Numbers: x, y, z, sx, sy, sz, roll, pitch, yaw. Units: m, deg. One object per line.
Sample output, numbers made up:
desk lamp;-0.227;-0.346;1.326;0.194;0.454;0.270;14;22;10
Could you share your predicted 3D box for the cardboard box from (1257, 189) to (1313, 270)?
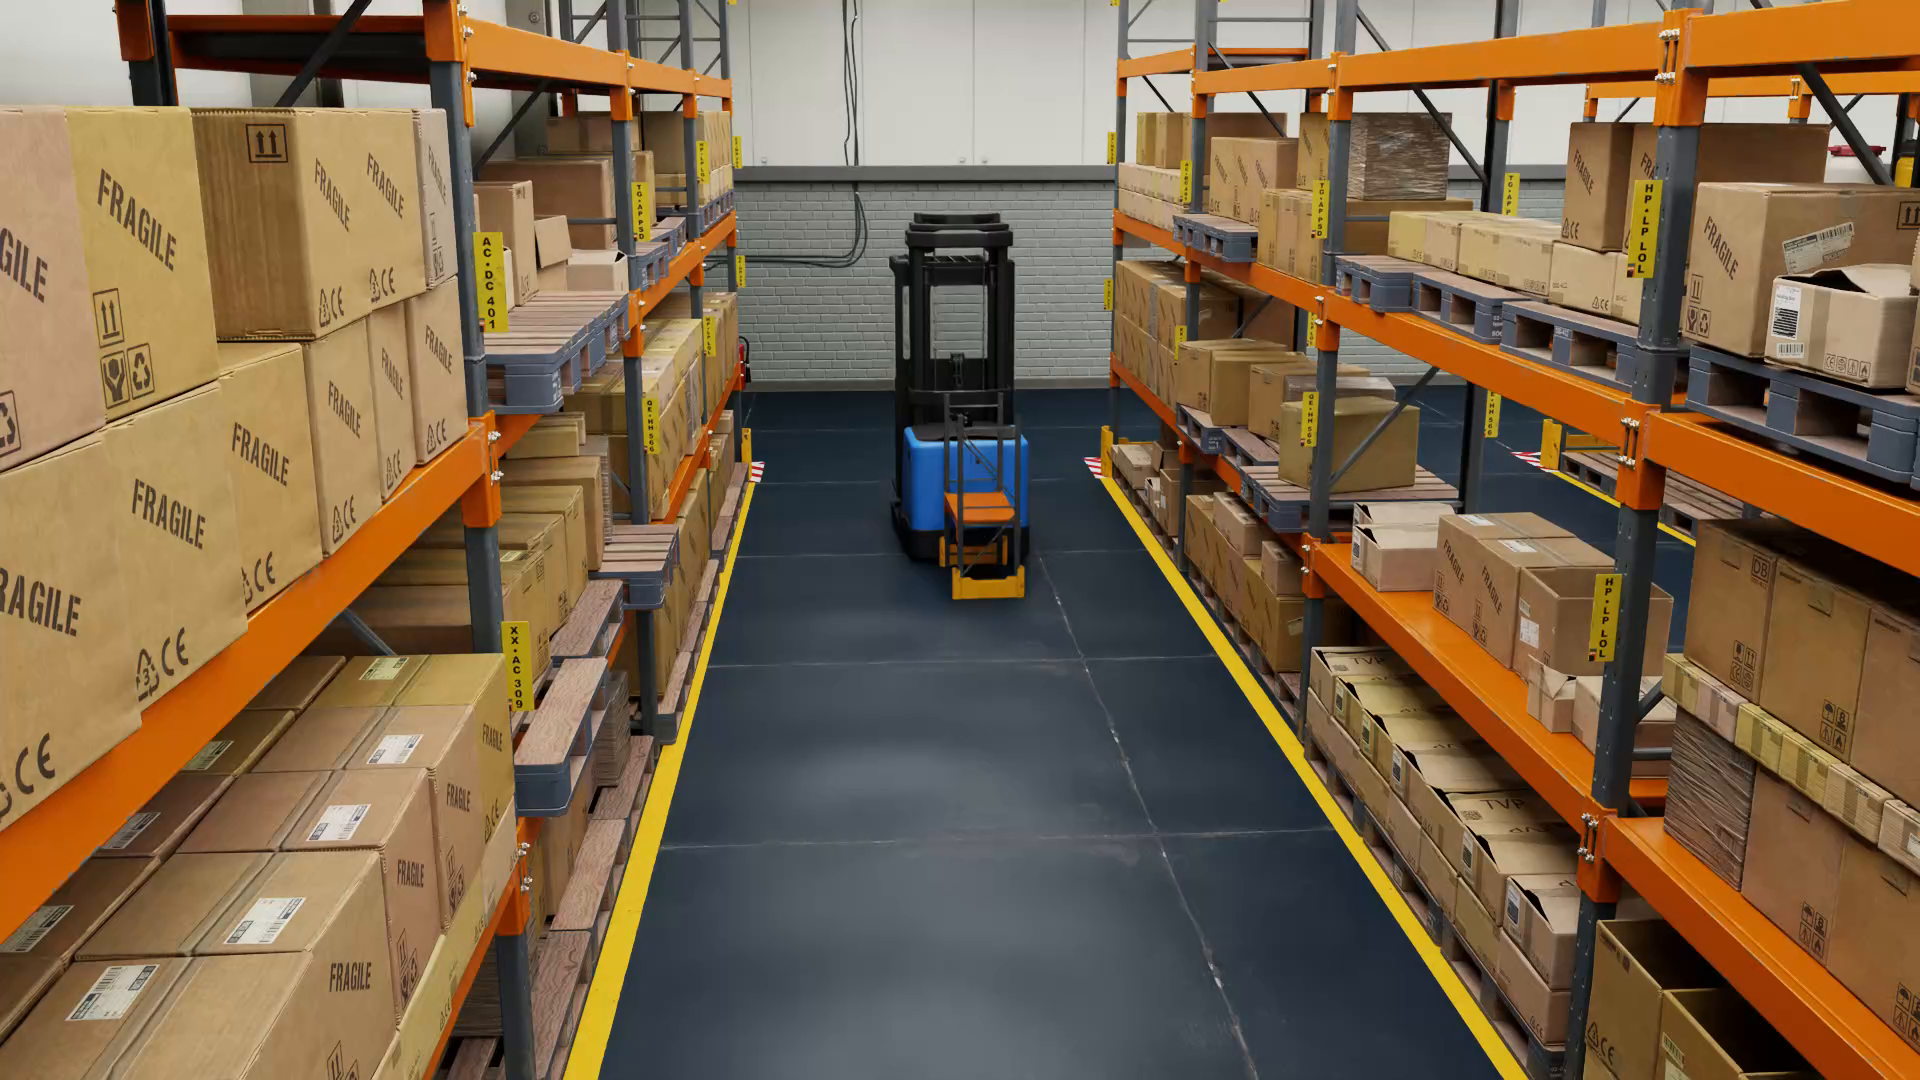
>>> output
cardboard box;2.489;-2.068;11.046;0.910;0.500;0.500;-1;14;-3

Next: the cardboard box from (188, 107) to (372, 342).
cardboard box;-1.693;-0.739;3.835;0.500;0.500;0.500;-1;14;-5

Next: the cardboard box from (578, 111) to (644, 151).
cardboard box;-2.854;-3.285;13.731;0.500;0.500;0.500;-1;14;-4

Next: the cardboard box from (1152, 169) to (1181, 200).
cardboard box;2.009;-3.185;14.887;0.500;0.250;0.500;-1;14;-3

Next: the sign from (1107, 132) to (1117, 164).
sign;1.577;-4.060;17.234;0.100;0.325;0.005;-1;14;-3

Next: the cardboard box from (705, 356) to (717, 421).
cardboard box;-2.595;-1.400;14.071;0.980;0.700;0.700;-1;14;-3

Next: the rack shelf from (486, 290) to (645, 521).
rack shelf;-2.206;-0.732;7.499;1.077;0.370;4.000;-1;14;-3

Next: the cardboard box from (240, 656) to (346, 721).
cardboard box;-2.262;0.690;5.306;0.500;0.500;0.500;-1;14;-5

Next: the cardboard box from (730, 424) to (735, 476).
cardboard box;-2.683;-0.935;17.038;0.700;0.500;0.500;-1;14;-3

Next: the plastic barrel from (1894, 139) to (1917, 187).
plastic barrel;7.569;-2.796;12.857;0.600;0.588;0.600;0;14;0

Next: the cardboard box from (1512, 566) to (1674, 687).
cardboard box;2.798;0.422;7.391;0.500;0.500;0.500;0;14;1

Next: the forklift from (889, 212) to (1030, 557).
forklift;-0.076;-1.586;15.530;1.130;2.935;3.031;-2;15;-6

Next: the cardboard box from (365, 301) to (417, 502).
cardboard box;-1.786;-0.393;4.498;0.500;0.500;0.500;-2;15;-8

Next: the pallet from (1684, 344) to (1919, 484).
pallet;2.940;-0.406;4.965;1.003;0.211;1.213;-1;14;-3

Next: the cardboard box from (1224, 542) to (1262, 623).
cardboard box;2.251;0.307;12.171;0.500;0.500;0.500;-1;14;-6

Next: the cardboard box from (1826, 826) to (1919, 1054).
cardboard box;2.962;1.110;4.715;0.700;0.500;0.500;-1;14;-3

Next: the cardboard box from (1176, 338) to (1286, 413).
cardboard box;2.172;-1.328;13.347;0.700;0.500;0.500;-6;16;-22

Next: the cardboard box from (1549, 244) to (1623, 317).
cardboard box;2.796;-1.081;6.870;0.500;0.250;0.500;-2;15;-9

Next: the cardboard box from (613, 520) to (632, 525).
cardboard box;-2.119;-0.099;10.077;0.380;0.149;0.250;-1;14;-4

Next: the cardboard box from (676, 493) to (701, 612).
cardboard box;-2.350;0.099;12.319;0.750;0.750;0.750;0;14;-2

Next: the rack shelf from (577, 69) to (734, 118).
rack shelf;-2.702;-3.981;14.908;1.077;0.370;4.000;-1;14;-3

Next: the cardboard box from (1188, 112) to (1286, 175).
cardboard box;2.298;-3.303;13.840;0.700;0.500;0.500;-1;14;-3

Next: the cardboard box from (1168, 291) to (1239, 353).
cardboard box;2.076;-1.852;14.220;0.500;0.500;0.500;-1;14;-3

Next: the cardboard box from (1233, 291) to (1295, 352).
cardboard box;2.618;-1.851;14.219;0.500;0.500;0.500;-1;14;-2

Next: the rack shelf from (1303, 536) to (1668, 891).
rack shelf;2.738;0.643;8.174;1.077;0.370;4.000;-1;14;-3

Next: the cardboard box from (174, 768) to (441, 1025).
cardboard box;-1.687;0.932;4.365;0.500;0.500;0.500;-1;14;-5

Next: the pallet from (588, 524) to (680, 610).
pallet;-2.180;0.143;9.058;1.213;0.211;1.003;-1;14;-3

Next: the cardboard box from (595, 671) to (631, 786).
cardboard box;-2.233;1.051;9.280;0.700;0.500;0.500;-1;14;-3

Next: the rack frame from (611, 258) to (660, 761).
rack frame;-2.330;-0.125;9.716;1.000;3.000;0.127;-1;14;-3

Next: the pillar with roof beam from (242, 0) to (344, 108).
pillar with roof beam;1.184;-2.760;7.919;9.100;9.000;0.400;-1;14;-3

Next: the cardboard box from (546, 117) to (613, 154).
cardboard box;-2.605;-2.839;11.657;0.500;0.250;0.500;-1;14;-5

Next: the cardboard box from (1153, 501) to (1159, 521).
cardboard box;1.964;-0.259;15.076;0.380;0.149;0.250;-1;14;-3

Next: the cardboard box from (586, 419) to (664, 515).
cardboard box;-2.105;-0.452;10.149;0.500;0.500;0.500;0;14;-2

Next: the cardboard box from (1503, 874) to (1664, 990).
cardboard box;2.550;1.553;6.745;0.500;0.311;0.500;-1;14;-3

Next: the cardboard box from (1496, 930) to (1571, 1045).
cardboard box;2.547;1.822;6.824;0.500;0.250;0.500;-1;14;-4

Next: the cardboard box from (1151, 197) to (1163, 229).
cardboard box;2.010;-2.943;14.949;0.500;0.250;0.500;-1;14;-3

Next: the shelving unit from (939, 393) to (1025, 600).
shelving unit;0.172;-0.384;13.731;0.587;1.500;1.083;-2;15;-6

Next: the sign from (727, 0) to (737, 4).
sign;-2.283;-5.516;16.594;0.100;0.325;0.005;-1;14;-3

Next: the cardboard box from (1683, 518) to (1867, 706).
cardboard box;2.895;0.226;5.548;0.700;0.500;0.500;-1;14;-3

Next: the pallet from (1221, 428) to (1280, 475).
pallet;2.489;-0.593;11.921;1.003;0.211;1.213;-1;14;-3

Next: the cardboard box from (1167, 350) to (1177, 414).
cardboard box;2.079;-1.366;14.339;0.500;0.500;0.500;-1;14;-3

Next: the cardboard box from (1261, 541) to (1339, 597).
cardboard box;2.314;0.189;11.124;0.500;0.250;0.500;0;14;-1

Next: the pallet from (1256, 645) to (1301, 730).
pallet;2.605;0.962;11.088;1.003;0.211;1.213;-1;14;-3

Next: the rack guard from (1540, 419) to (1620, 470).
rack guard;7.048;-1.063;18.377;1.175;0.500;0.348;-1;14;-3

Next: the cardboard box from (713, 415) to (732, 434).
cardboard box;-2.476;-1.156;16.597;0.380;0.149;0.250;0;14;-2

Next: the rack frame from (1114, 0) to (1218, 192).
rack frame;2.118;-5.097;17.002;1.000;3.000;0.127;-1;14;-3

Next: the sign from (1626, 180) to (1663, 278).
sign;2.321;-1.052;5.631;0.100;0.325;0.005;-1;14;-3

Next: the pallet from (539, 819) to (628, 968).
pallet;-2.211;1.722;8.132;1.003;0.211;1.213;-1;14;-3

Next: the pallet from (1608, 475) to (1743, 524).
pallet;7.147;-0.409;16.415;1.003;0.211;1.213;-1;14;-3

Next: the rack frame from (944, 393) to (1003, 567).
rack frame;0.116;-0.507;14.211;0.500;1.500;0.032;-2;15;-6

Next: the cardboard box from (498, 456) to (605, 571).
cardboard box;-2.229;-0.131;8.657;0.700;0.500;0.500;-2;15;-9

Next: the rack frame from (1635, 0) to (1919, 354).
rack frame;2.862;-2.113;5.403;1.000;3.000;0.127;-1;14;-3
